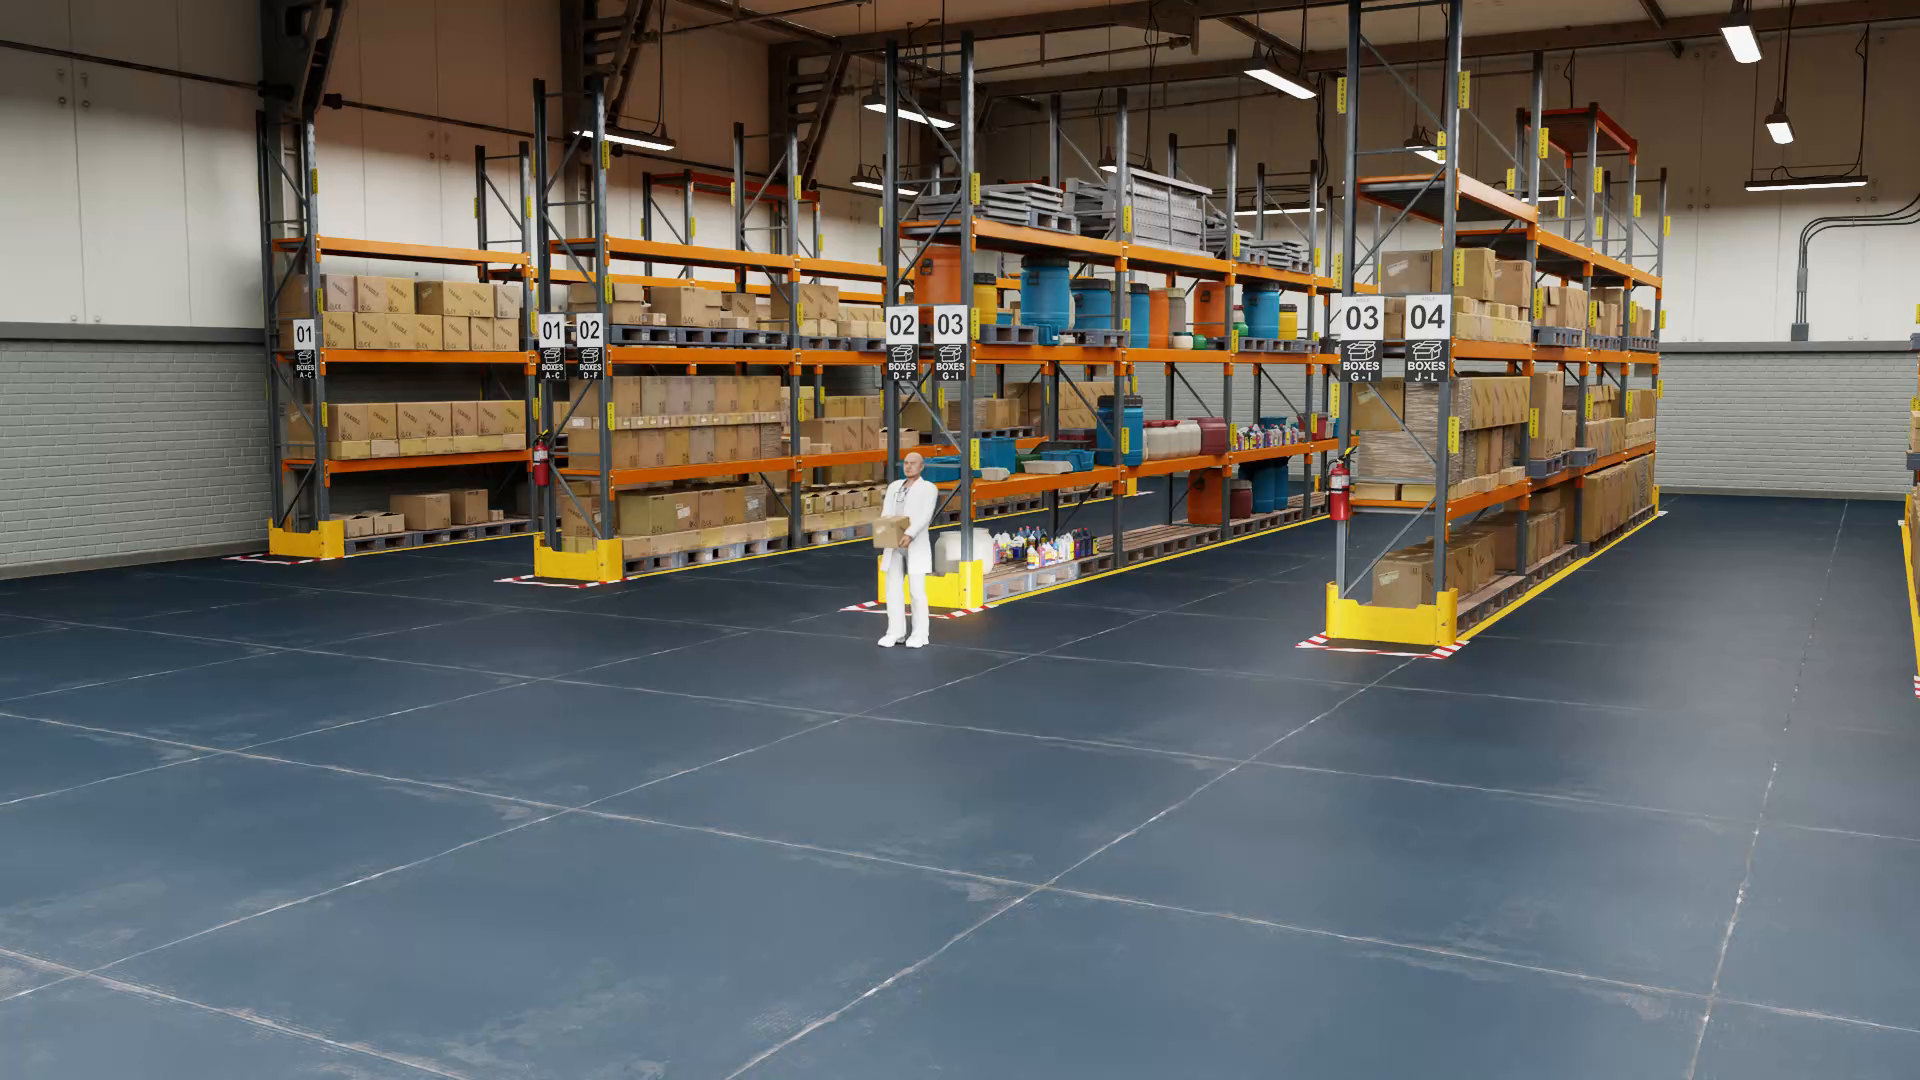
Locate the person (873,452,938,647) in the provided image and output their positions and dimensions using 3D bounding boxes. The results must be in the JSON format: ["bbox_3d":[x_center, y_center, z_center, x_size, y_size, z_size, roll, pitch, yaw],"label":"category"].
[{"bbox_3d":[-0.518,0.090,15.189,0.527,1.771,0.553,3,7,28],"label":"person"}]
